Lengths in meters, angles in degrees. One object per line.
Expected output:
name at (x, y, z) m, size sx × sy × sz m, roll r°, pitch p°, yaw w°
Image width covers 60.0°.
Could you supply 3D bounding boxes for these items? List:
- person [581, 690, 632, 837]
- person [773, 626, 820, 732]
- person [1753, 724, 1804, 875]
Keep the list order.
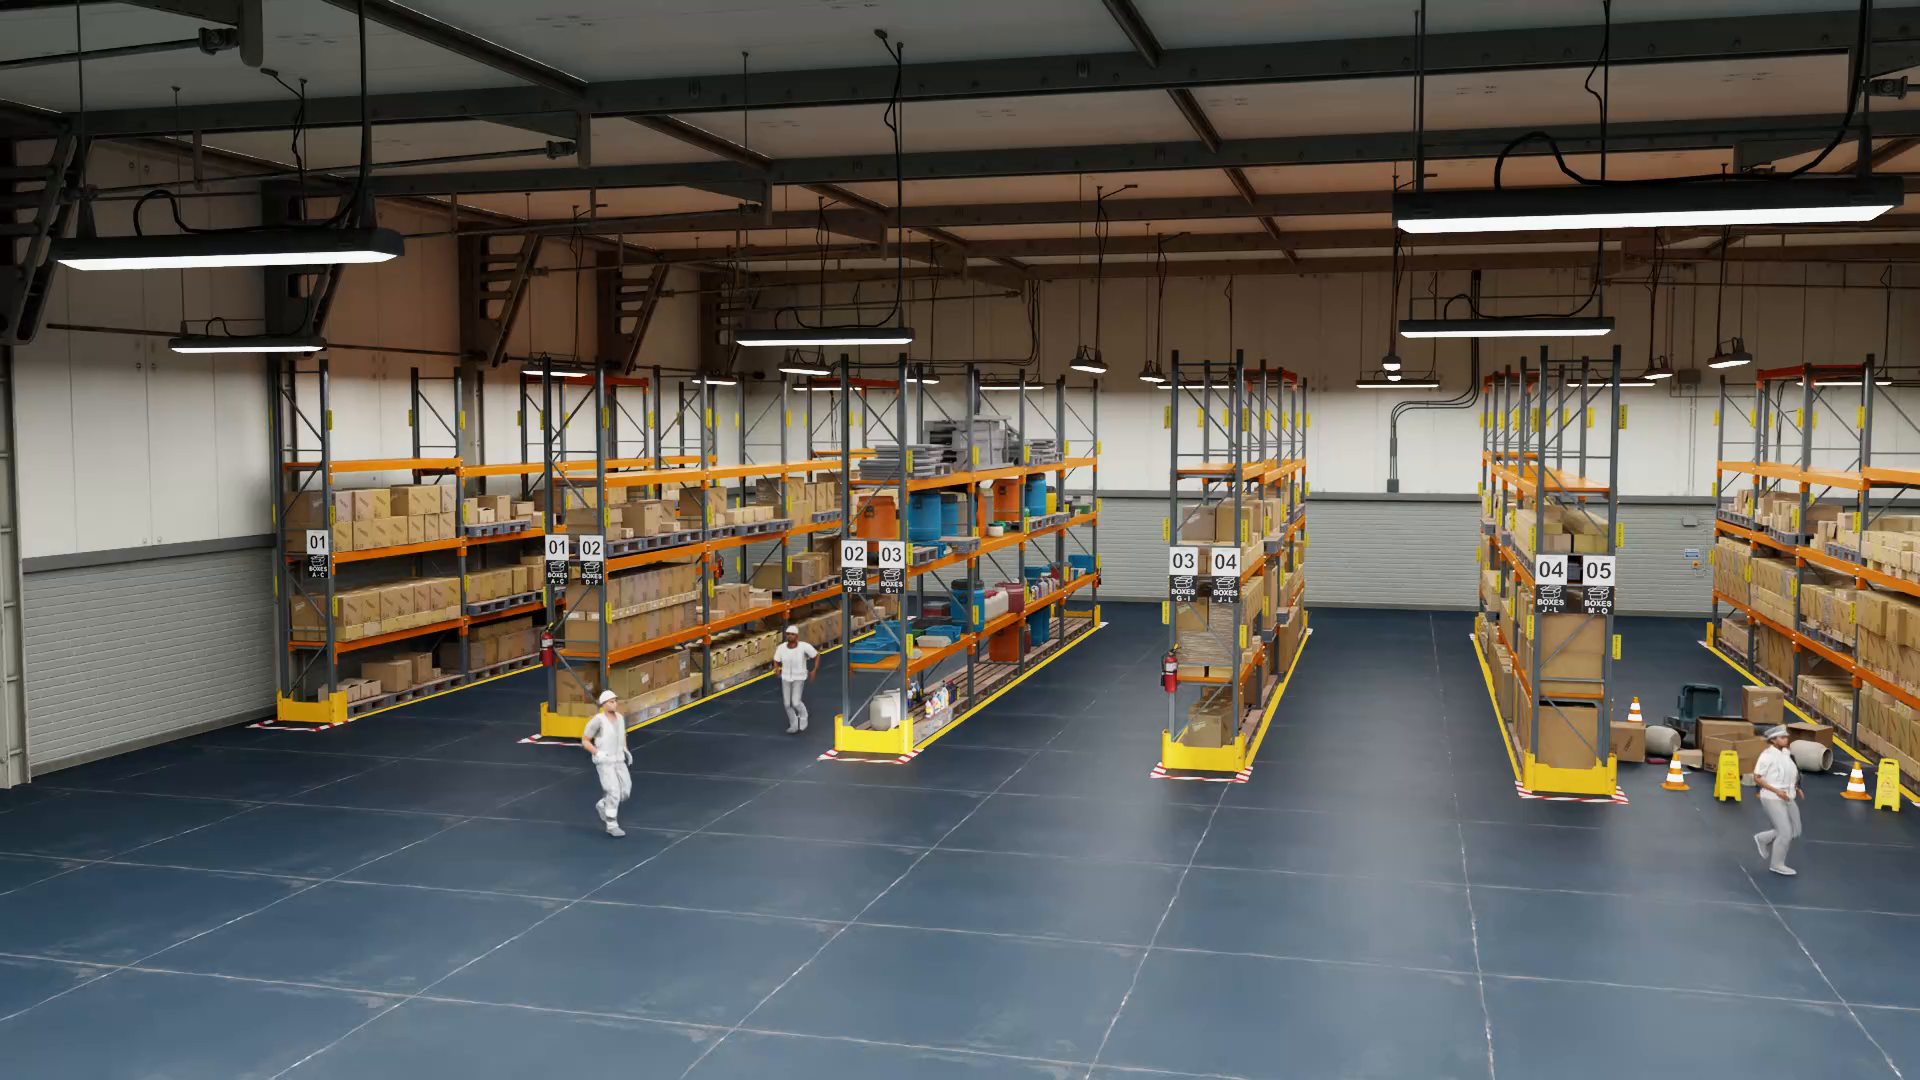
person at (-4.279, 2.684, 20.089) m, size 0.596 × 1.751 × 0.666 m, roll 3°, pitch 5°, yaw 37°
person at (-2.648, 2.225, 26.517) m, size 0.733 × 1.720 × 0.582 m, roll 1°, pitch 4°, yaw 12°
person at (9.042, 2.851, 18.430) m, size 0.574 × 1.650 × 0.566 m, roll -2°, pitch 5°, yaw -29°
